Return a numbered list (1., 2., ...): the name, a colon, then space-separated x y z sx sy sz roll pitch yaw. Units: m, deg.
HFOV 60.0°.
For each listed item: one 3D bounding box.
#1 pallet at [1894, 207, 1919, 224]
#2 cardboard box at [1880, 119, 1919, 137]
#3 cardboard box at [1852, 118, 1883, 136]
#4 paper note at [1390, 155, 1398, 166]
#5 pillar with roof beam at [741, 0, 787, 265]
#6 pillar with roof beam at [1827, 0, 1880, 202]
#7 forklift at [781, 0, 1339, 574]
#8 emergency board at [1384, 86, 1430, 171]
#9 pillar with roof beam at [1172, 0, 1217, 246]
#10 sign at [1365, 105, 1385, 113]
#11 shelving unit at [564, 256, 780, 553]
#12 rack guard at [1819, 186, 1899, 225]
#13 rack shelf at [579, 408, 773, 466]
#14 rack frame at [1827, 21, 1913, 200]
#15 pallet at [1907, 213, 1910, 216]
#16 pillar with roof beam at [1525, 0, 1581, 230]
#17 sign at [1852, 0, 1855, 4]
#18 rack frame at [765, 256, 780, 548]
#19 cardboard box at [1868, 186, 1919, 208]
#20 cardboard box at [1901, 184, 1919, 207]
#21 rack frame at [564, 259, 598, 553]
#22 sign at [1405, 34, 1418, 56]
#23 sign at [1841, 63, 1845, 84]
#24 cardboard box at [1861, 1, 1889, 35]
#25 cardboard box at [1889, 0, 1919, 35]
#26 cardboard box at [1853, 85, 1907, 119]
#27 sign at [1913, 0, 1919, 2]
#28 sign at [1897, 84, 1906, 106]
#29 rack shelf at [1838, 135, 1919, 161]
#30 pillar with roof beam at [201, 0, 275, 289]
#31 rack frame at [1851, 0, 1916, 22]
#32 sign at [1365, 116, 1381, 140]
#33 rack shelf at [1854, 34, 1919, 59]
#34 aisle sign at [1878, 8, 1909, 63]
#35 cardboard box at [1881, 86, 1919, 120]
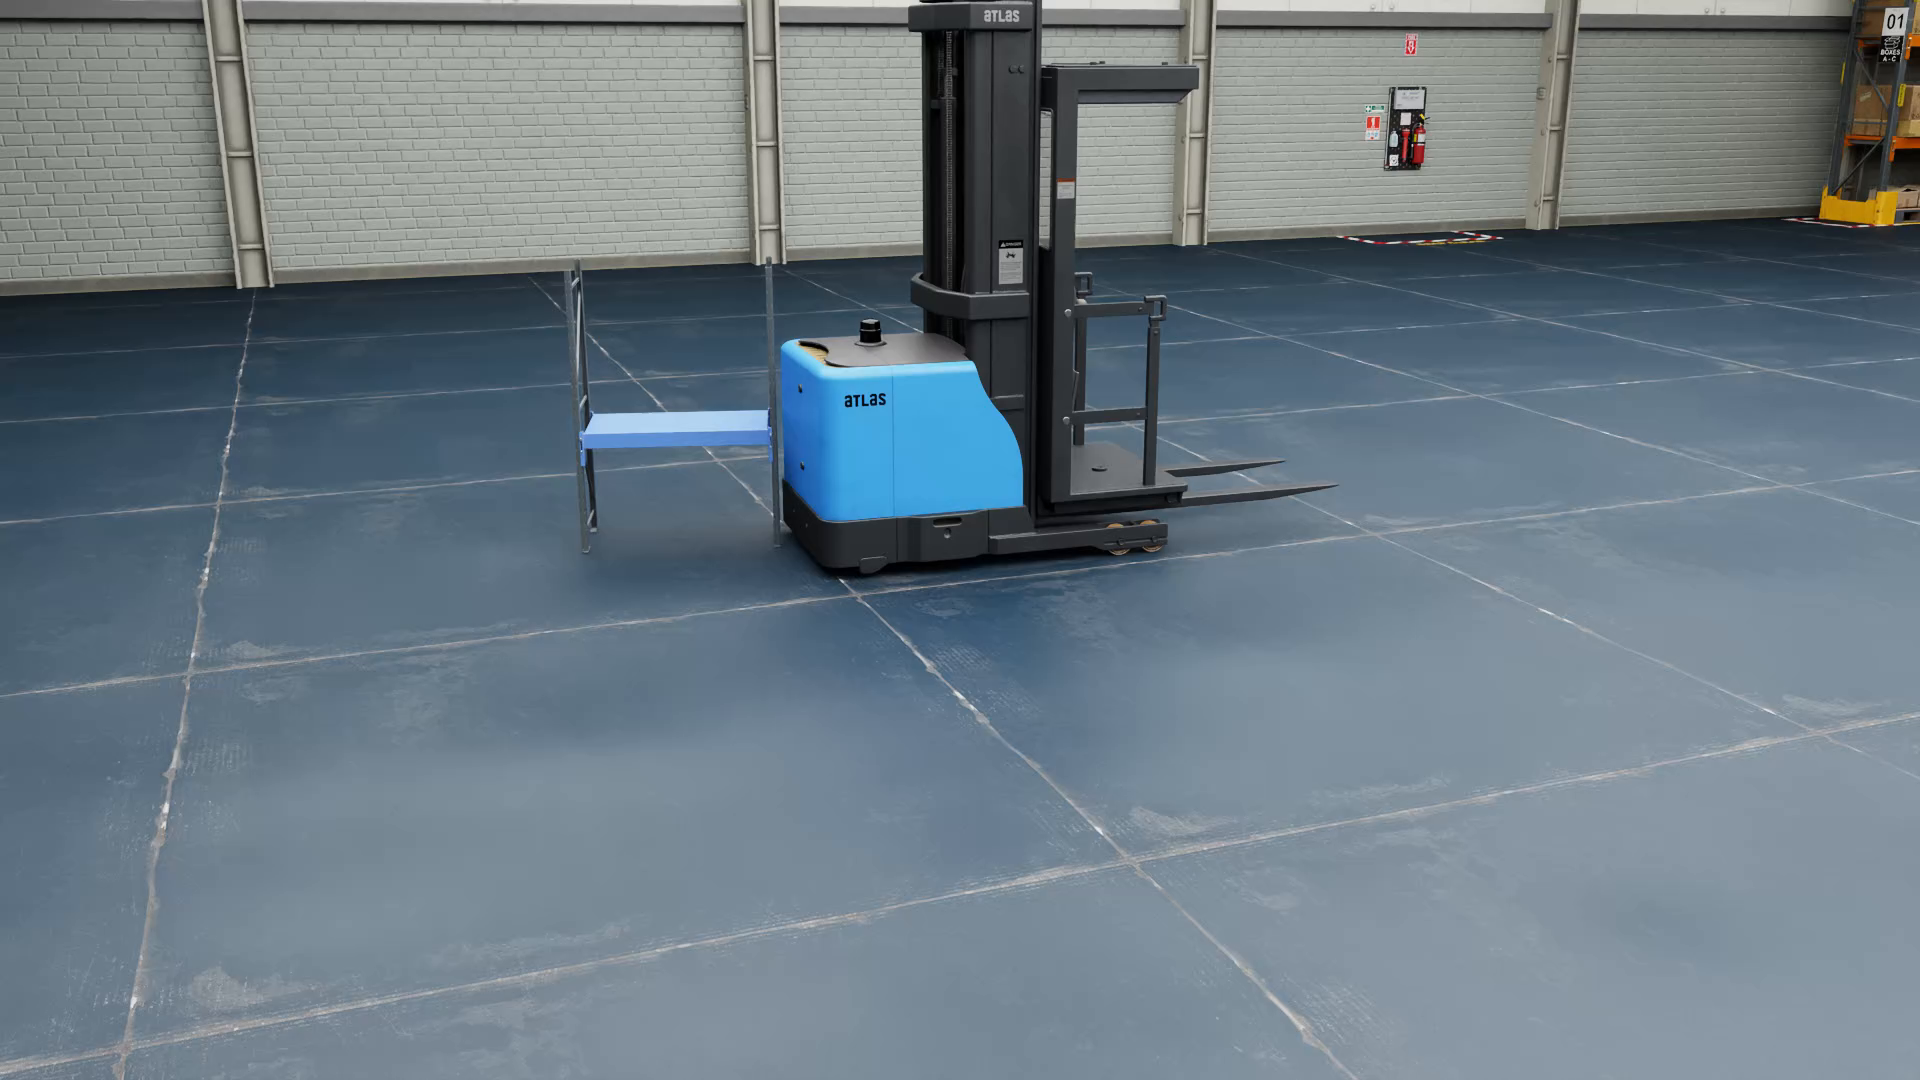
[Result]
1. pallet: 14.884 -5.197 26.421 1.213 0.211 1.003 -6 17 -20
2. cardboard box: 14.611 -6.358 25.656 0.500 0.250 0.500 -7 18 -22
3. cardboard box: 14.409 -6.490 26.107 0.500 0.250 0.500 -6 17 -19
4. paper note: 6.272 -5.486 24.021 0.142 0.148 0.016 -6 17 -20
5. pillar with roof beam: -0.882 -6.684 15.887 0.400 9.000 9.100 -6 17 -20
6. pillar with roof beam: 15.926 -8.498 22.067 0.400 9.000 9.100 -6 17 -20
7. forklift: 0.596 -1.461 8.873 3.031 2.935 1.130 -5 17 -17
8. emergency board: 6.462 -5.909 23.895 0.643 1.169 0.194 -6 17 -20
9. pillar with roof beam: 4.721 -7.289 17.947 0.400 9.000 9.100 -6 17 -20
10. sign: 5.916 -6.150 23.712 0.331 0.109 0.001 -6 17 -20
11. shelving unit: -1.516 -0.734 8.935 1.048 1.500 0.538 -2 16 -6
12. rack guard: 14.113 -5.263 26.133 0.348 0.500 1.175 -6 17 -20
13. rack shelf: -1.516 -0.561 8.985 1.000 0.185 0.538 -2 16 -6
14. rack frame: 14.042 -6.455 25.754 0.127 3.000 1.000 -6 17 -20
15. pallet: 16.021 -5.319 26.836 1.213 0.211 1.003 -6 17 -20
16. pillar with roof beam: 10.323 -7.894 20.007 0.400 9.000 9.100 -6 17 -20
17. sign: 13.862 -8.467 25.711 0.005 0.325 0.100 -6 17 -20
18. rack frame: -1.011 -0.749 8.986 0.032 1.500 0.500 -2 16 -6
19. cardboard box: 14.720 -5.422 26.228 0.500 0.311 0.500 -8 18 -26
20. cardboard box: 15.252 -5.479 26.424 0.500 0.311 0.500 -5 17 -15
21. rack frame: -2.022 -0.718 8.883 0.032 1.500 0.500 -2 16 -6
22. sign: 6.419 -7.046 23.655 0.199 0.298 0.001 -6 17 -20
23. sign: 13.862 -7.310 26.051 0.005 0.325 0.100 -6 17 -20
24. cardboard box: 14.341 -8.060 25.685 0.500 0.500 0.500 -5 17 -16
25. cardboard box: 14.443 -7.919 25.206 0.500 0.500 0.500 -6 17 -19
26. cardboard box: 14.406 -6.855 26.019 0.500 0.500 0.500 -6 18 -21
27. sign: 14.236 -8.170 24.722 0.005 0.325 0.100 -6 17 -20
28. sign: 14.236 -6.727 25.146 0.005 0.325 0.100 -6 17 -20
29. rack shelf: 15.909 -6.311 26.542 4.000 0.370 1.077 -6 17 -20
30. pillar with roof beam: -6.485 -6.079 13.827 0.400 9.000 9.100 -6 17 -20
31. rack frame: 14.042 -9.333 24.909 0.127 3.000 1.000 -6 17 -20
32. sign: 5.909 -5.897 23.793 0.234 0.329 0.001 -6 17 -20
33. rack shelf: 15.909 -7.750 26.120 4.000 0.370 1.077 -6 17 -20
34. aisle sign: 14.082 -7.616 25.095 0.004 0.787 0.394 -6 17 -20
35. cardboard box: 14.595 -6.721 25.562 0.500 0.500 0.500 -6 17 -20
